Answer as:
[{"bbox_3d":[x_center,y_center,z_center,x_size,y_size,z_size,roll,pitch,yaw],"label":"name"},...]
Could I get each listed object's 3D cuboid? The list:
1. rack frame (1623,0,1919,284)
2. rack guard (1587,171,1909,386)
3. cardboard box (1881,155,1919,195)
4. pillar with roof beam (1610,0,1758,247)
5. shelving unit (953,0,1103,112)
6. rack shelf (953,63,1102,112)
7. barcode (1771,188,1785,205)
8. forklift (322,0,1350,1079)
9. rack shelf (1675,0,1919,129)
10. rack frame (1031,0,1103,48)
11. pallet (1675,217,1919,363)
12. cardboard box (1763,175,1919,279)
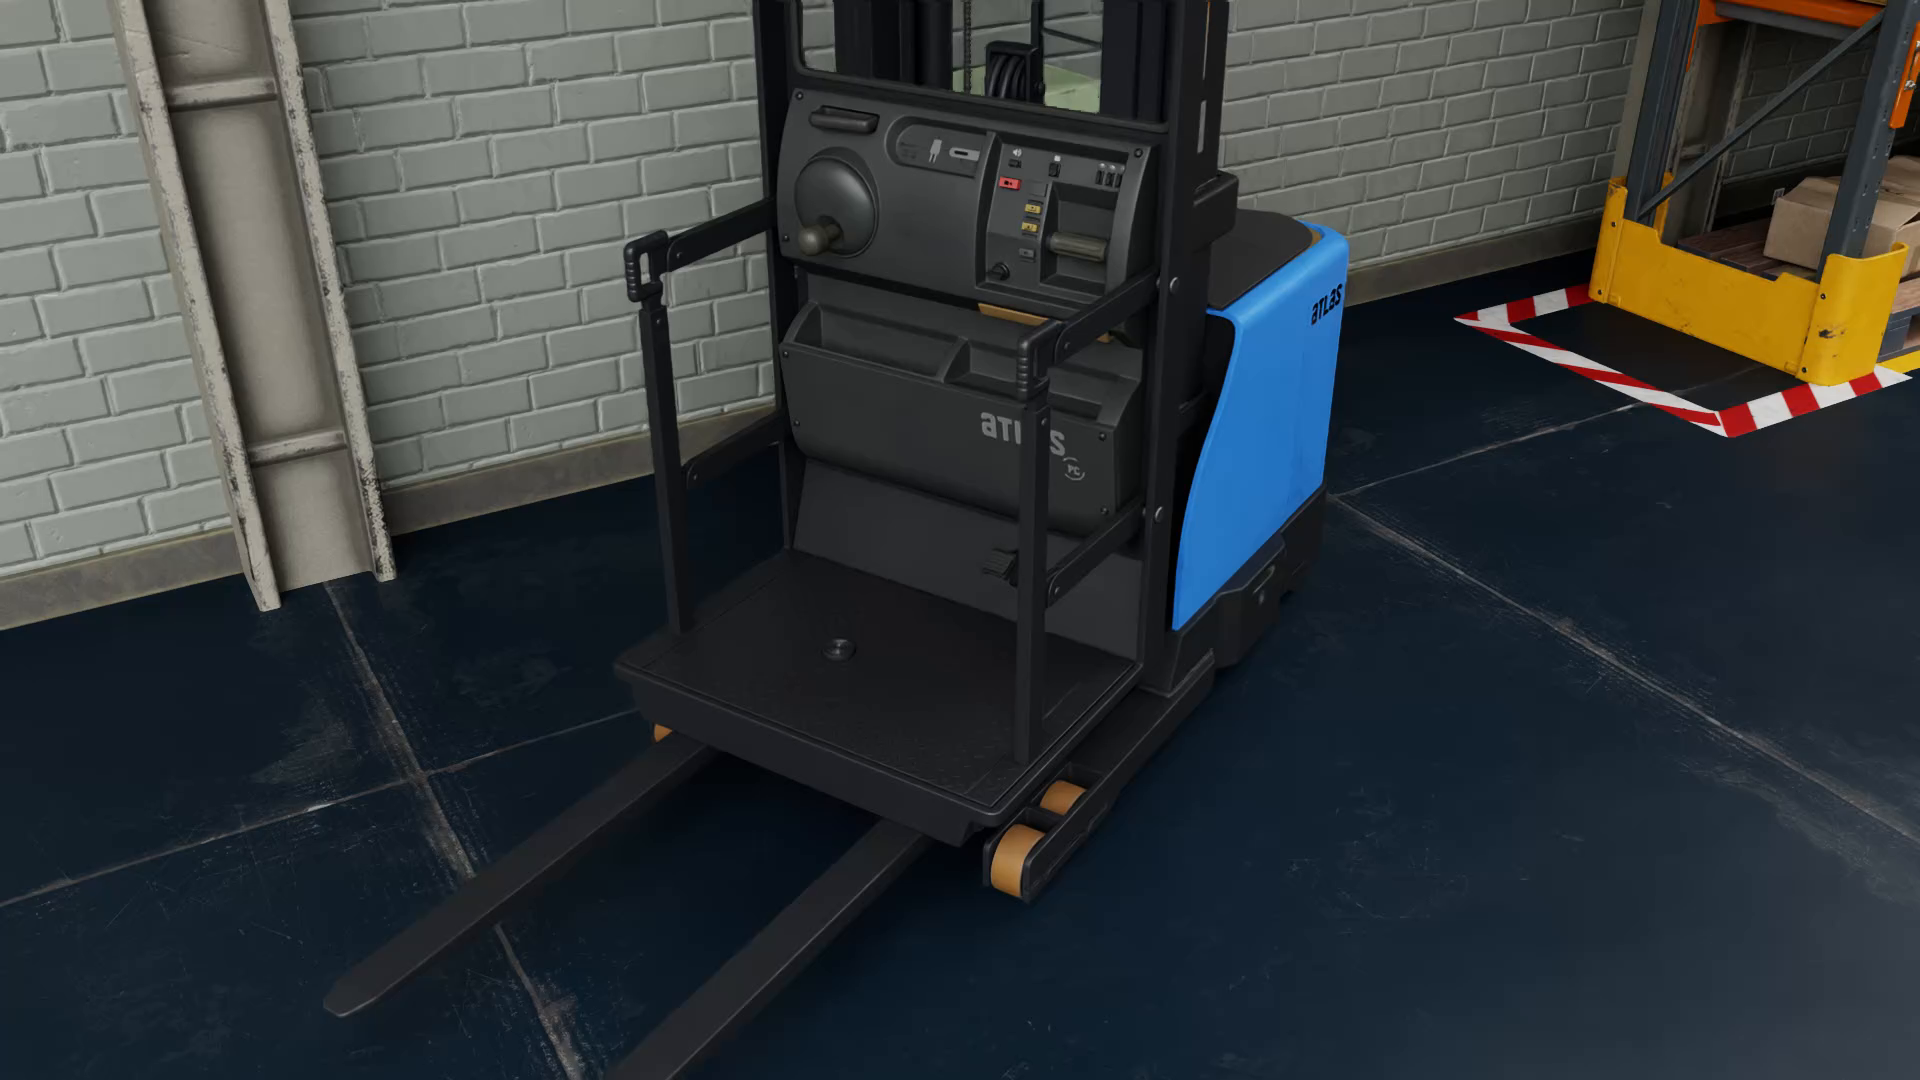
[{"bbox_3d":[3.055,-2.152,6.045,0.127,3.000,1.000,-16,33,-26],"label":"rack frame"},{"bbox_3d":[3.121,-1.076,6.683,0.348,0.500,1.175,-16,33,-26],"label":"rack guard"},{"bbox_3d":[4.189,-1.439,7.080,0.500,0.311,0.500,-13,31,-22],"label":"cardboard box"},{"bbox_3d":[5.401,-3.517,2.309,0.400,9.000,9.100,-16,33,-26],"label":"pillar with roof beam"},{"bbox_3d":[0.067,-0.906,5.339,0.755,1.500,0.431,-20,35,-32],"label":"shelving unit"},{"bbox_3d":[0.067,-1.247,5.150,0.720,0.370,0.431,-20,35,-32],"label":"rack shelf"},{"bbox_3d":[3.510,-1.474,7.135,0.075,0.075,0.001,-16,33,-26],"label":"barcode"},{"bbox_3d":[-0.127,-0.729,3.537,1.130,2.935,3.031,17,33,28],"label":"forklift"},{"bbox_3d":[4.780,-2.327,7.106,4.000,0.370,1.077,-16,33,-26],"label":"rack shelf"},{"bbox_3d":[0.359,-1.012,5.531,0.023,1.500,0.400,-20,35,-32],"label":"rack frame"},{"bbox_3d":[3.839,-1.134,7.086,1.213,0.211,1.003,-16,33,-26],"label":"pallet"},{"bbox_3d":[3.697,-1.299,6.827,0.500,0.311,0.500,-20,35,-32],"label":"cardboard box"}]
